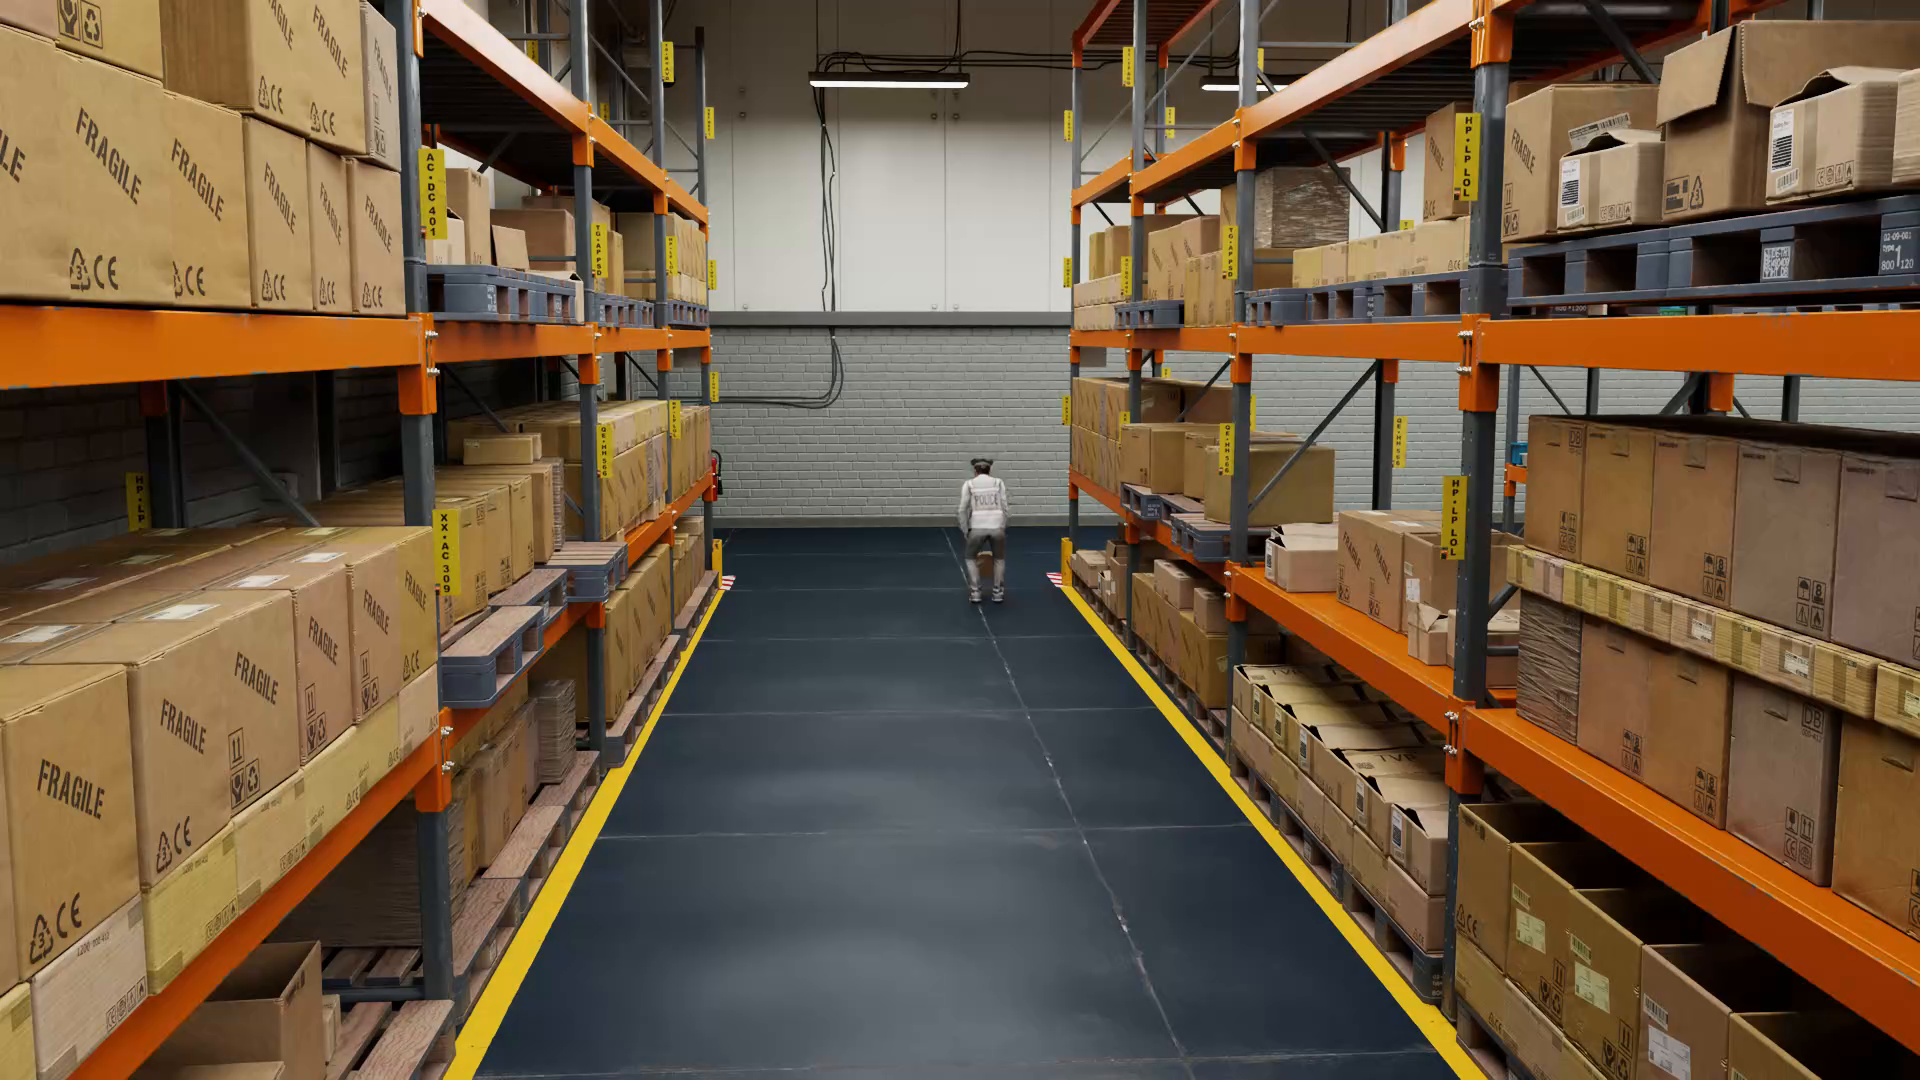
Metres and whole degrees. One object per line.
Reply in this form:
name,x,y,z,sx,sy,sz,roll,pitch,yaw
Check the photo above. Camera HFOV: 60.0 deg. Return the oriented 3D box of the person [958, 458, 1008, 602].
person,0.243,-0.102,17.308,0.529,1.501,0.612,0,7,-3
